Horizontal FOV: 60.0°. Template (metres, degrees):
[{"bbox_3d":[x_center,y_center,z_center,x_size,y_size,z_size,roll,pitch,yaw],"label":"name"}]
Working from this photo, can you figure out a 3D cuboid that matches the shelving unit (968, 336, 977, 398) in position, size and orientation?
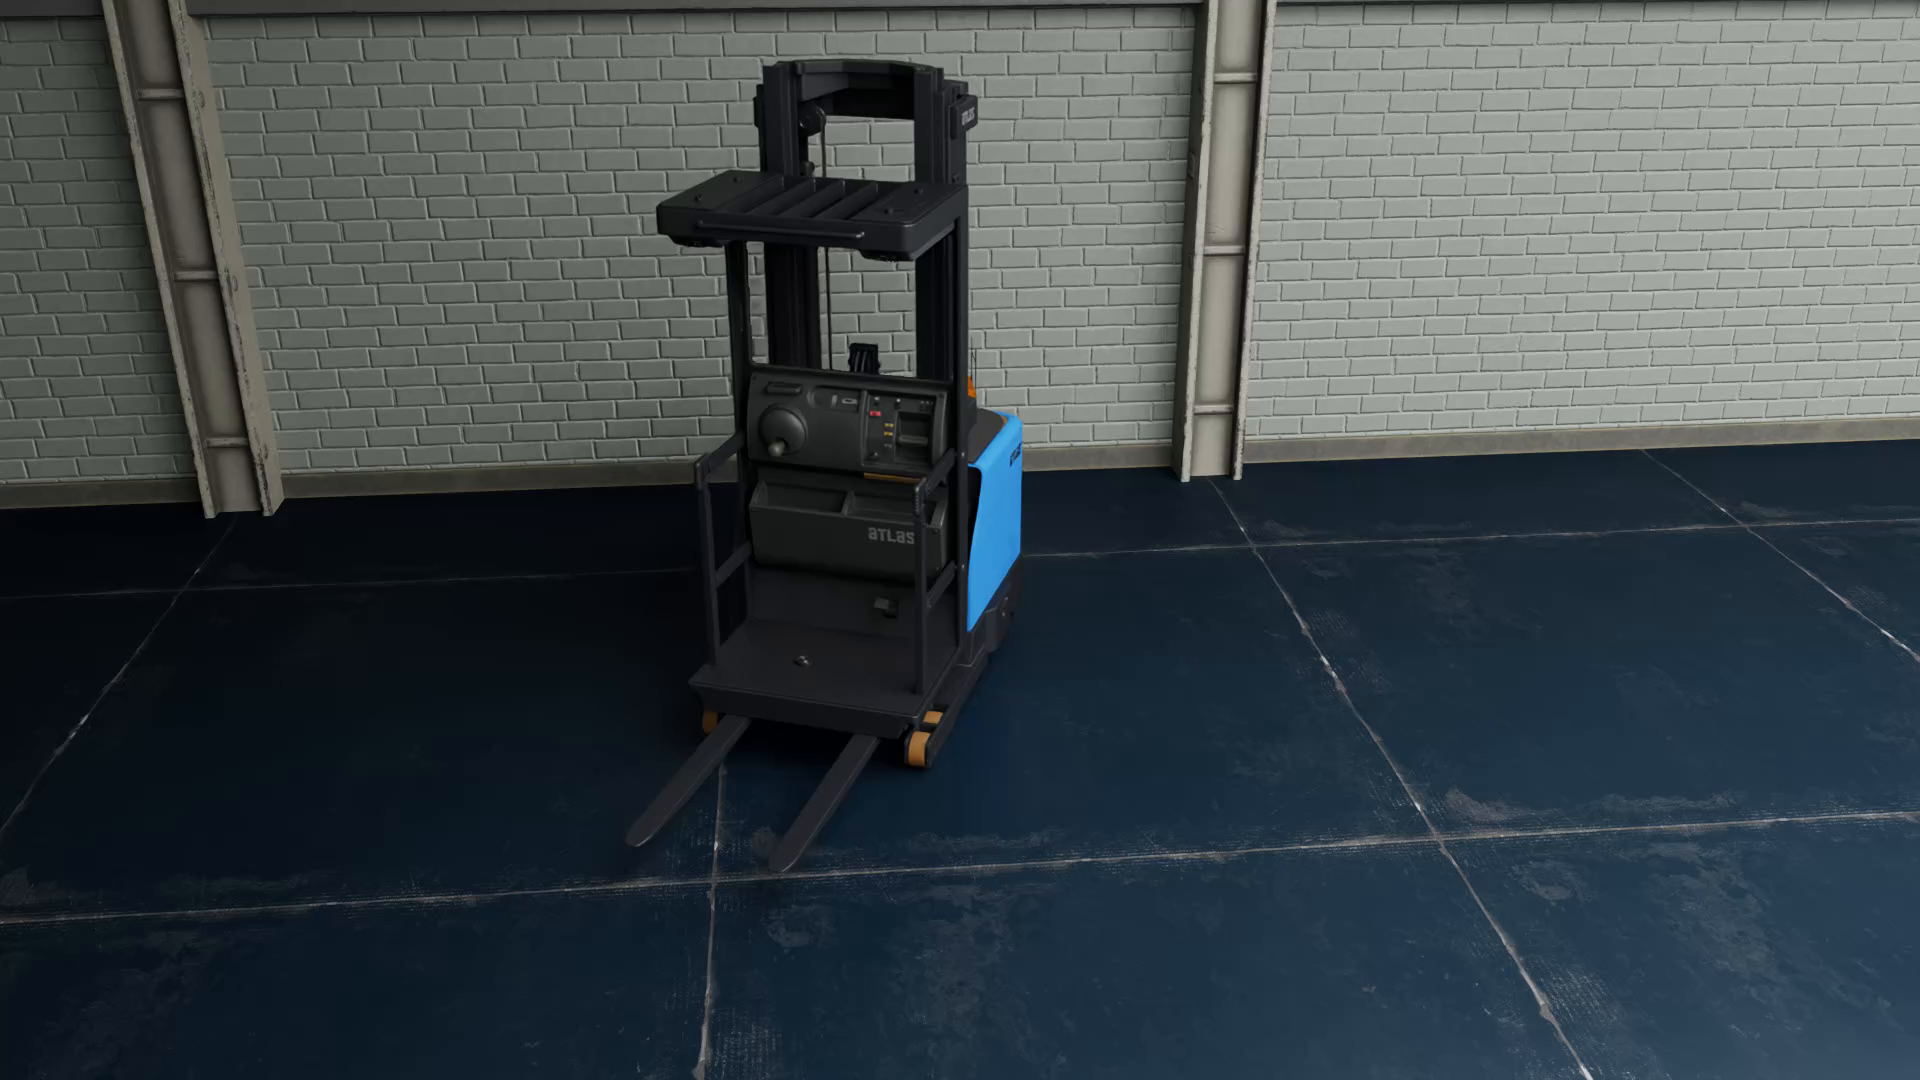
[{"bbox_3d":[-0.014,-0.548,9.505,0.189,1.200,0.258,-2,24,-5],"label":"shelving unit"}]

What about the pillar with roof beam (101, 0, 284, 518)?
[{"bbox_3d":[-3.960,-2.574,4.462,0.400,9.000,9.100,-2,24,-5],"label":"pillar with roof beam"}]

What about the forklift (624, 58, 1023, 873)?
[{"bbox_3d":[-0.570,-0.495,7.255,1.130,2.935,3.031,7,25,15],"label":"forklift"}]

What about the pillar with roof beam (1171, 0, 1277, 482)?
[{"bbox_3d":[2.011,-2.813,5.001,0.400,9.000,9.100,-2,24,-5],"label":"pillar with roof beam"}]

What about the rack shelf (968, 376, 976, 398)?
[{"bbox_3d":[-0.014,-0.836,9.377,0.180,0.103,0.258,-2,24,-5],"label":"rack shelf"}]

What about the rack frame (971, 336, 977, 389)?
[{"bbox_3d":[0.077,-0.551,9.513,0.006,1.200,0.240,-2,24,-5],"label":"rack frame"}]
